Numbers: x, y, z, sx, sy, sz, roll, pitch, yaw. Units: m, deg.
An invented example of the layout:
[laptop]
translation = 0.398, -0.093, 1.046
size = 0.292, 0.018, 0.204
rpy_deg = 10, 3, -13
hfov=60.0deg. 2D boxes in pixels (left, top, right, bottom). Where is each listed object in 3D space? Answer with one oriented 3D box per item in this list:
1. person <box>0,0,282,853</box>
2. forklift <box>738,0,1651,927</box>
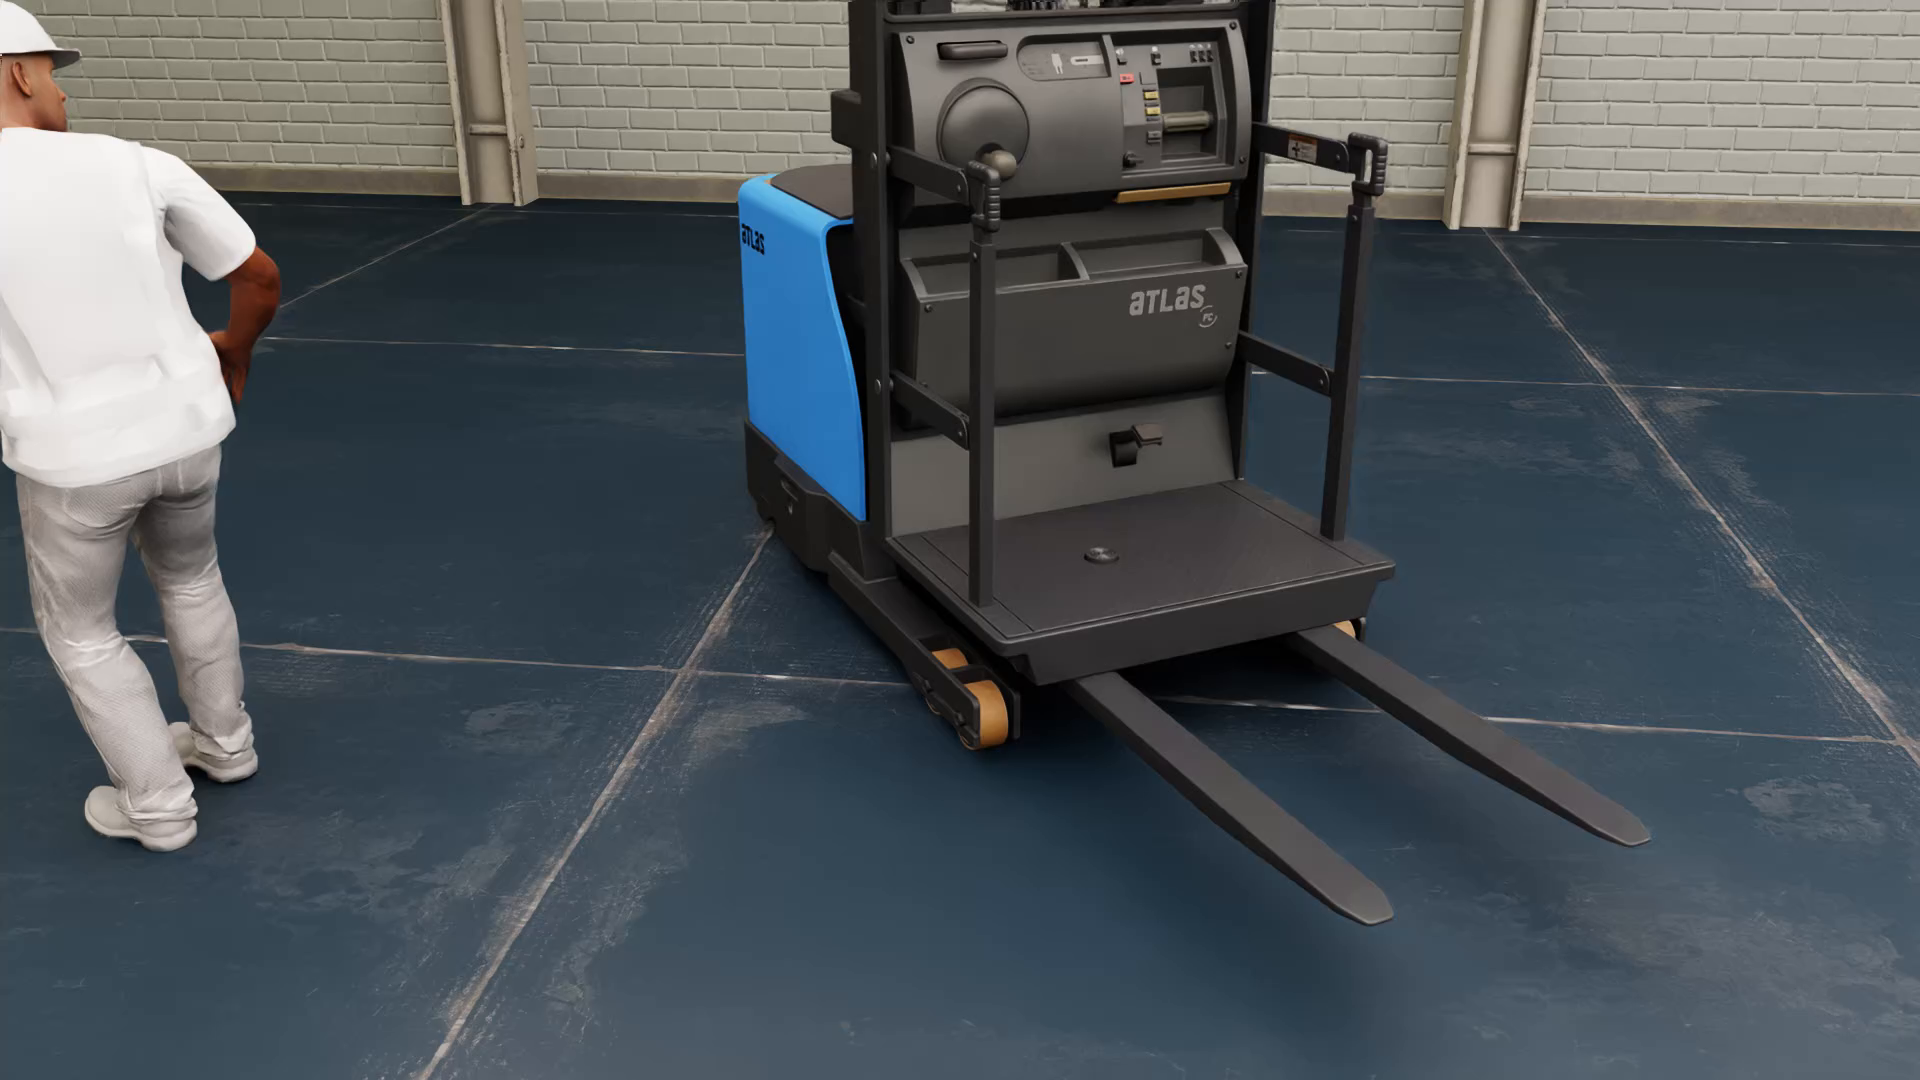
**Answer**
[person]
translation = -1.796, -0.208, 3.391
size = 0.510, 1.727, 0.778
rpy_deg = 20, 30, 41
[forklift]
translation = 0.386, -1.046, 3.850
size = 1.130, 2.935, 3.031
rpy_deg = -10, 24, -23
